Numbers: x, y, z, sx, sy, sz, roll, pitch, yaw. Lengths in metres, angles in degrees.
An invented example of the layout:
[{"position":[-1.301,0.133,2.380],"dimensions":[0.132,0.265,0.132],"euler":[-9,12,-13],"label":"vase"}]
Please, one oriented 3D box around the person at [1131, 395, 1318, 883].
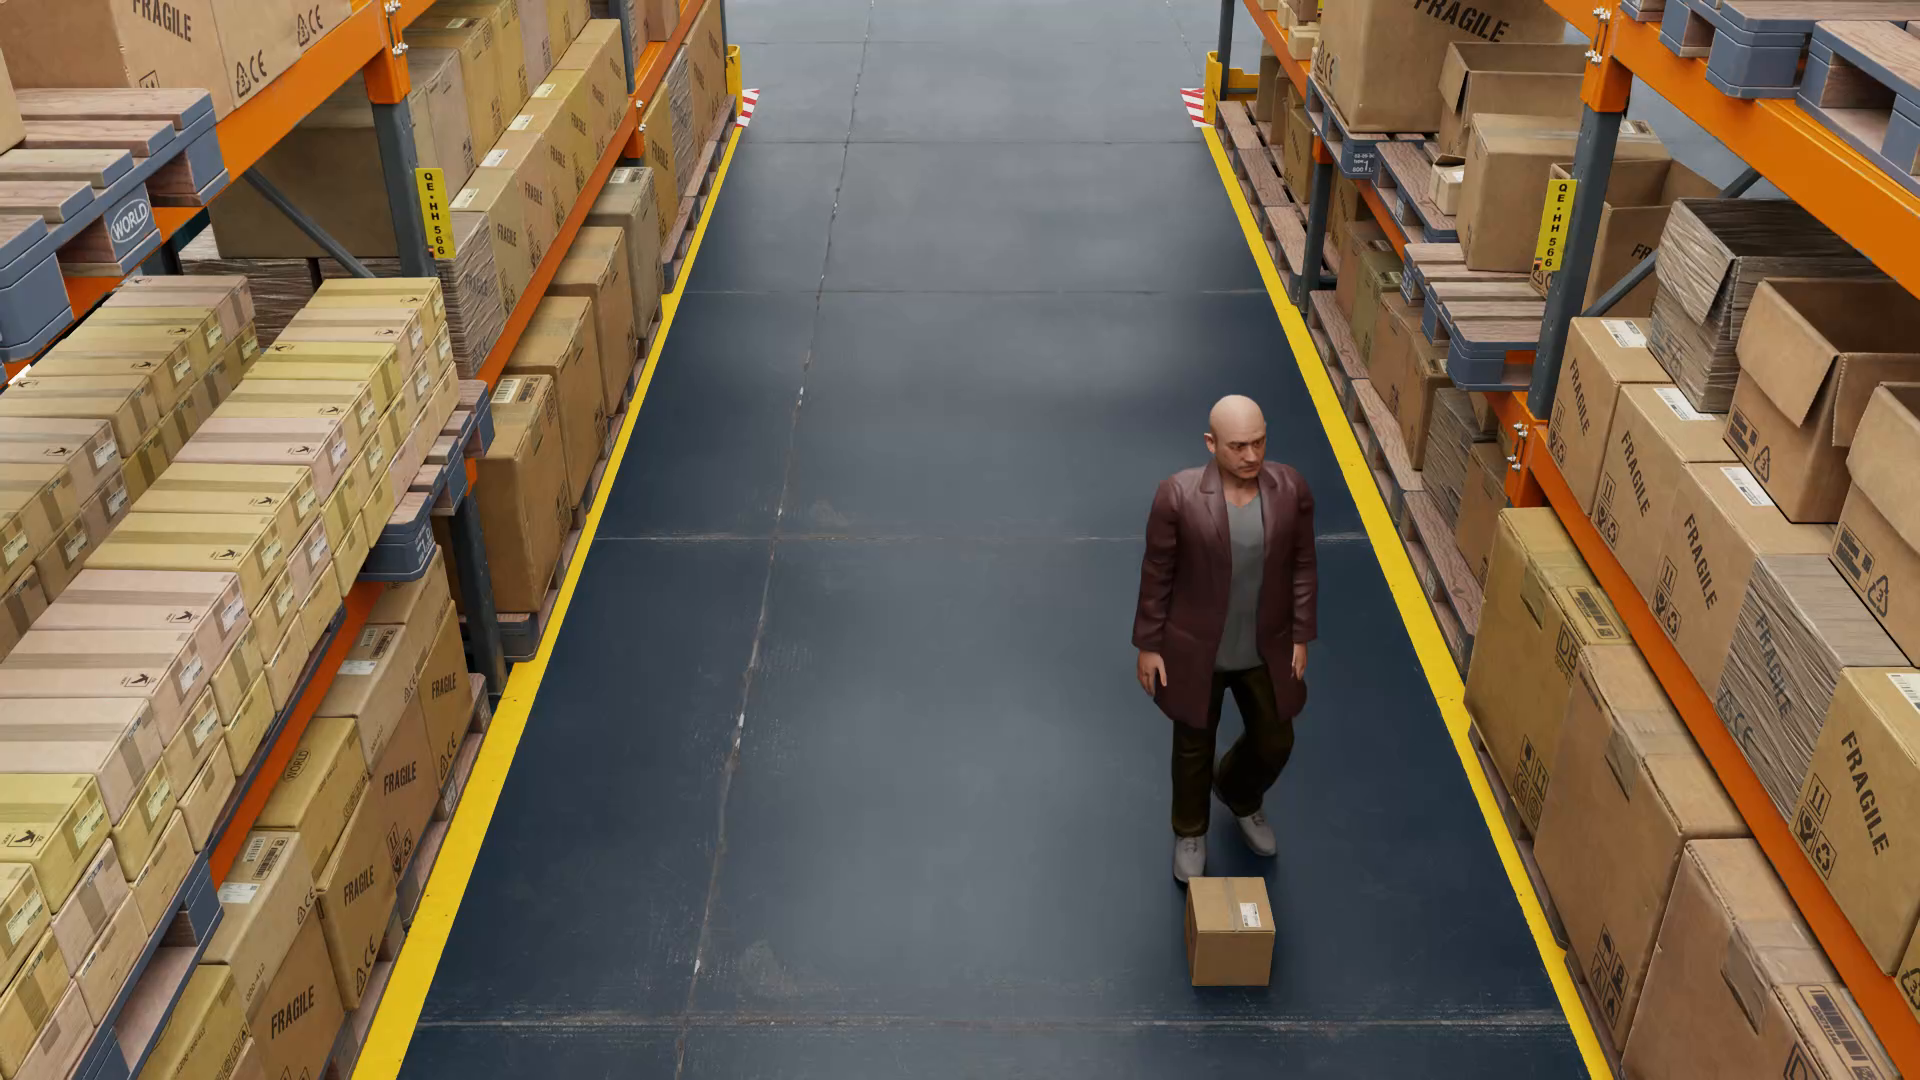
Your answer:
[{"position":[0.877,0.340,5.556],"dimensions":[0.616,1.779,0.494],"euler":[-3,31,-4],"label":"person"}]
